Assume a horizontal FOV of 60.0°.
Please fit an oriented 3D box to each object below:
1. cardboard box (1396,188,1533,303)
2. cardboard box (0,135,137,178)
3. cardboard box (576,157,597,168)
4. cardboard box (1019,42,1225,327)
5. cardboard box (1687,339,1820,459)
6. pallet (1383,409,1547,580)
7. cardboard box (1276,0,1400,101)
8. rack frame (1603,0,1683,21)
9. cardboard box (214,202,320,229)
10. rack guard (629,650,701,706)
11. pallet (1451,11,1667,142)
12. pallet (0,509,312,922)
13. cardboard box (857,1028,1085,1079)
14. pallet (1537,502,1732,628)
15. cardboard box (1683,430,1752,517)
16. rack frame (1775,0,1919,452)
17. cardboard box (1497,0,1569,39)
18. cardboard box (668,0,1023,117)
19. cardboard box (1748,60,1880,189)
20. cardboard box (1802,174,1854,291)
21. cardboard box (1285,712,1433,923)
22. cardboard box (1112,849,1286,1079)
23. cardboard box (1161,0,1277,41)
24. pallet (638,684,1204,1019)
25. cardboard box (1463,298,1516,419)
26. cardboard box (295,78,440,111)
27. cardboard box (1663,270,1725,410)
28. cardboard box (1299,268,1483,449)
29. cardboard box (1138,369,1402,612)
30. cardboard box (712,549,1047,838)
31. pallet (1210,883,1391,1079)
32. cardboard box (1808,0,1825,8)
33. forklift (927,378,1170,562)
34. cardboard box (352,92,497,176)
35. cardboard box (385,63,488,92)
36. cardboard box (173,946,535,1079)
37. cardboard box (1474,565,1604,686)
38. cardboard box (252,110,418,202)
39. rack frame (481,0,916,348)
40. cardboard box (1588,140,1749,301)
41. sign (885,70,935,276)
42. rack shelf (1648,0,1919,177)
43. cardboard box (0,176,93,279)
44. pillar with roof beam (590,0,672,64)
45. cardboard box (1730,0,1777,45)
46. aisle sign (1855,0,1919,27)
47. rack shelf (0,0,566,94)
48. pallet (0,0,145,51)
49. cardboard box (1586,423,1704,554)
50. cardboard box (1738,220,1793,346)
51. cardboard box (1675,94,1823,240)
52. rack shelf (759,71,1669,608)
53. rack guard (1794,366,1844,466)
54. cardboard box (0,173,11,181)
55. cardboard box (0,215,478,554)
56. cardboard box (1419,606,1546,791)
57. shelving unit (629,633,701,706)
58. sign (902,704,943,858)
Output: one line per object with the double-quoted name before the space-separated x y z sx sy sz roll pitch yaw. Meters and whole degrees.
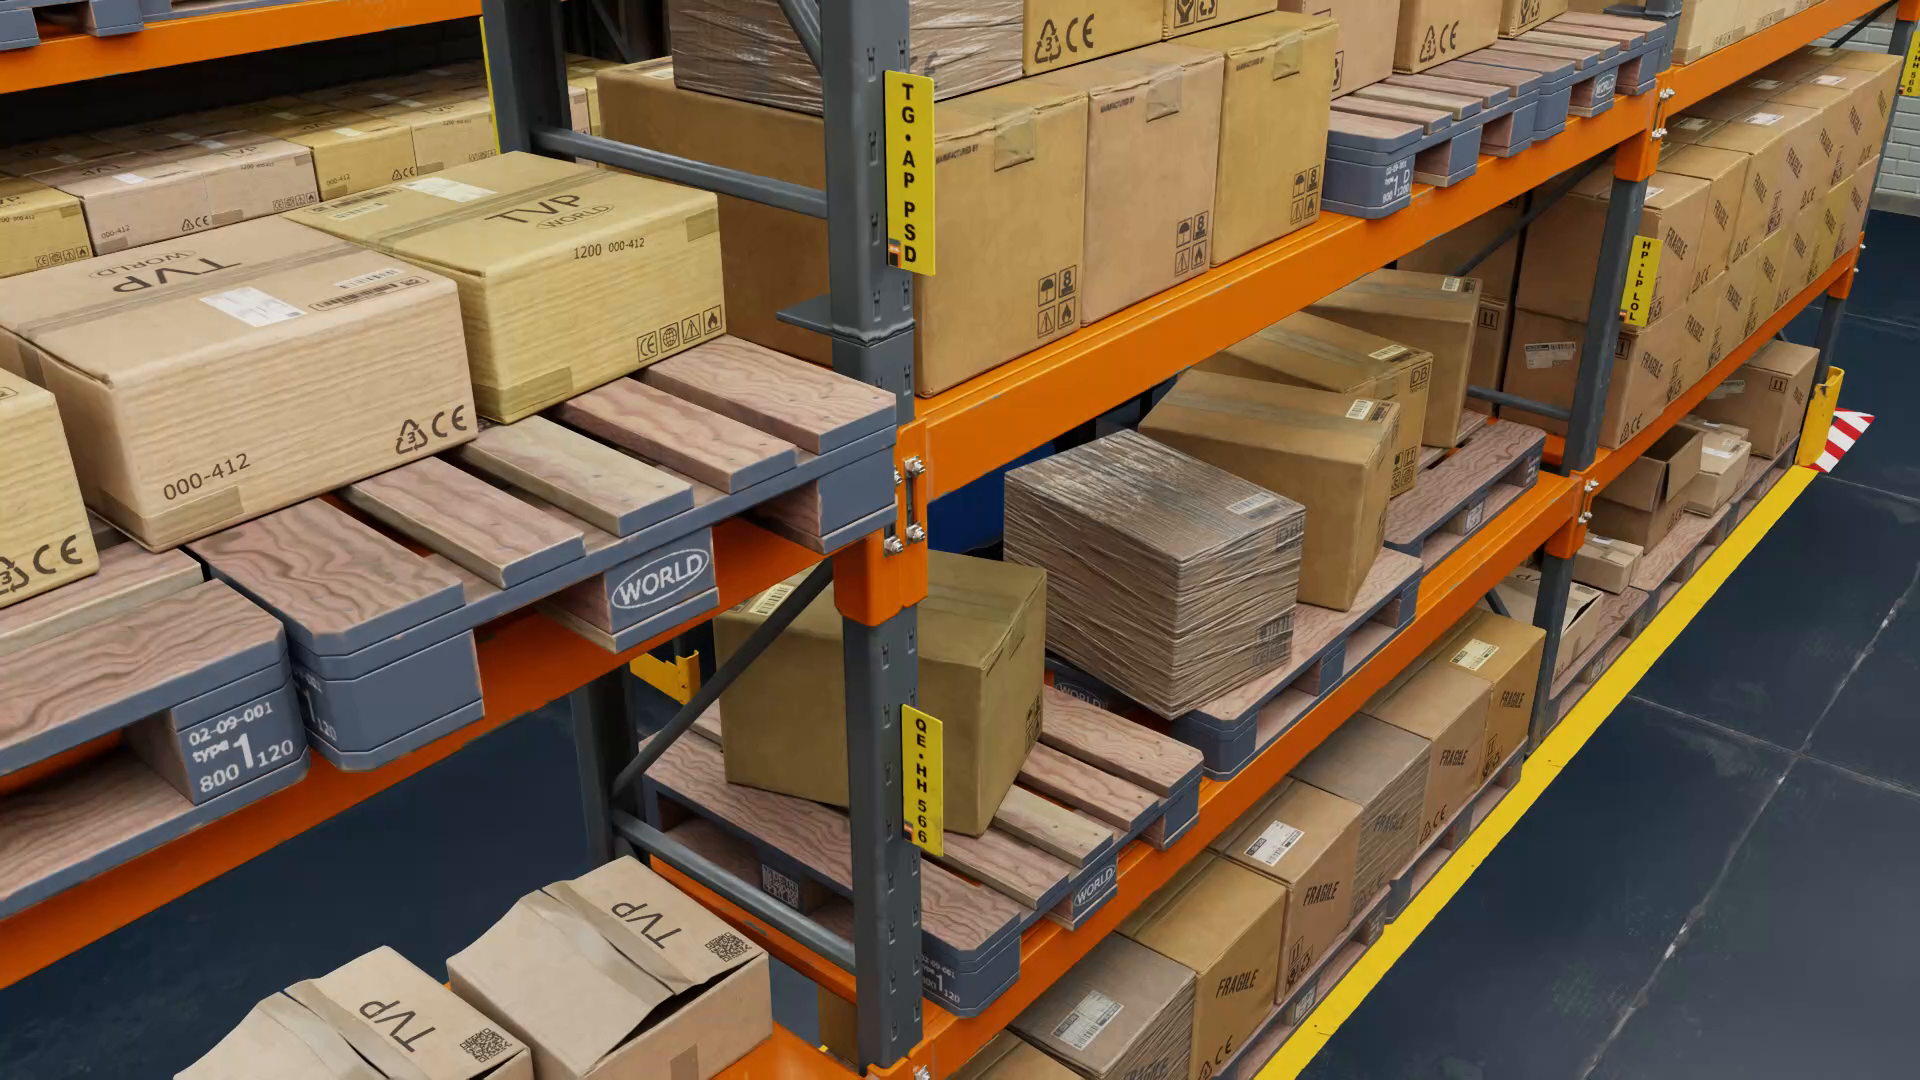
"cardboard box" 2.162 -1.329 6.857 0.500 0.500 0.500 21 34 35
"cardboard box" -3.909 -1.551 7.213 0.500 0.250 0.500 19 33 33
"cardboard box" -2.201 -1.796 8.503 0.500 0.500 0.500 21 34 35
"cardboard box" 0.072 -0.889 3.830 0.910 0.500 0.500 21 34 34
"cardboard box" 4.428 -0.824 9.319 0.500 0.500 0.500 21 34 34
"pallet" 1.447 -0.248 6.175 1.003 0.211 1.213 21 34 34
"cardboard box" 0.816 -1.562 4.565 0.600 0.600 0.600 19 33 33
"rack frame" 2.040 -3.250 5.238 1.000 3.000 0.127 21 34 34
"cardboard box" -3.166 -1.255 7.457 0.500 0.500 0.500 21 34 34
"rack guard" -1.373 0.524 7.466 0.587 0.250 0.087 24 36 38
"pallet" 1.571 -1.623 5.563 1.213 0.211 1.003 21 34 34
"pallet" -1.576 0.249 1.945 1.003 0.211 1.213 23 35 37
"cardboard box" 0.006 1.670 4.499 0.500 0.500 0.500 22 35 36
"pallet" 3.253 -0.024 8.567 1.003 0.211 1.213 21 34 34
"cardboard box" 3.801 -0.385 8.743 0.500 0.250 0.500 21 34 34
"rack frame" 4.584 -2.003 9.358 1.000 3.000 0.127 21 34 34
"cardboard box" 1.663 -2.036 5.481 0.600 0.600 0.600 17 32 30
"cardboard box" -0.222 -1.140 3.228 0.500 0.500 0.500 21 34 34
"cardboard box" 4.193 -2.074 8.298 0.500 0.500 0.500 22 34 36
"cardboard box" 4.182 -1.624 8.517 0.500 0.500 0.500 21 34 35
"cardboard box" 1.307 0.939 5.912 0.500 0.500 0.500 21 34 35
"cardboard box" 0.657 1.306 5.202 0.500 0.500 0.500 20 34 34
"cardboard box" 0.427 -1.502 3.928 0.500 0.500 0.500 21 34 34
"pallet" -0.127 0.658 4.423 1.213 0.211 1.003 21 34 34
"cardboard box" 2.160 -0.882 7.081 0.500 0.500 0.500 21 34 35
"cardboard box" -2.921 -2.096 8.267 0.500 0.250 0.500 19 33 33
"cardboard box" 2.898 -0.913 7.142 0.500 0.500 0.500 21 34 35
"cardboard box" 1.566 -0.713 6.299 0.700 0.500 0.500 9 29 18
"cardboard box" 0.964 -0.172 5.251 0.700 0.500 0.500 12 30 22
"cardboard box" -0.191 0.346 4.251 0.700 0.500 0.500 10 29 18
"pallet" 0.776 1.387 5.838 1.003 0.211 1.213 21 34 34
"cardboard box" 3.496 -2.482 7.182 0.500 0.250 0.500 21 34 34
"forklift" 0.437 -1.510 8.479 1.130 2.935 3.031 24 36 38
"cardboard box" -2.542 -1.950 7.985 0.500 0.250 0.500 22 34 35
"cardboard box" -2.606 -2.276 8.614 0.500 0.250 0.500 21 34 35
"cardboard box" -1.223 1.133 3.392 0.500 0.311 0.500 20 34 34
"cardboard box" 2.474 0.328 7.299 0.500 0.311 0.500 21 34 34
"cardboard box" -2.865 -1.769 7.635 0.500 0.250 0.500 20 33 33
"rack frame" -0.504 -1.831 2.497 1.000 3.000 0.127 21 34 34
"cardboard box" 2.885 -1.341 6.882 0.500 0.500 0.500 20 33 33
"sign" -0.081 -0.599 2.730 0.100 0.325 0.005 21 34 34
"rack shelf" 3.312 -2.307 7.463 1.077 0.370 4.000 21 34 34
"cardboard box" -3.823 -1.228 6.588 0.500 0.250 0.500 22 34 36
"pillar with roof beam" 1.315 -3.939 6.570 9.100 9.000 0.400 21 34 34
"cardboard box" 2.861 -2.127 6.495 0.500 0.250 0.500 21 34 34
"aisle sign" 4.864 -3.093 8.634 0.394 0.787 0.004 21 34 34
"rack shelf" -3.057 -2.335 7.518 1.077 0.370 4.000 21 34 34
"pallet" -3.961 -2.106 6.496 1.213 0.211 1.003 23 35 37
"cardboard box" 3.231 -0.339 8.379 0.797 0.503 0.637 21 34 34
"cardboard box" 3.540 -1.270 7.832 0.500 0.500 0.500 20 34 34
"cardboard box" 3.540 -1.707 7.588 0.500 0.500 0.500 22 35 36
"rack shelf" 0.768 -0.889 4.722 1.077 0.370 4.000 21 34 34
"rack guard" 4.536 -0.866 9.880 1.175 0.500 0.348 21 34 34
"cardboard box" -4.241 -1.368 6.860 0.500 0.250 0.500 22 34 36
"cardboard box" -1.069 -0.251 2.412 0.500 0.250 0.500 22 34 36
"cardboard box" 1.947 0.588 6.590 0.500 0.500 0.500 21 34 34
"shelving unit" -1.028 -0.197 7.498 0.587 1.500 1.083 24 36 38
"sign" -0.074 0.480 3.298 0.100 0.325 0.005 21 34 34
